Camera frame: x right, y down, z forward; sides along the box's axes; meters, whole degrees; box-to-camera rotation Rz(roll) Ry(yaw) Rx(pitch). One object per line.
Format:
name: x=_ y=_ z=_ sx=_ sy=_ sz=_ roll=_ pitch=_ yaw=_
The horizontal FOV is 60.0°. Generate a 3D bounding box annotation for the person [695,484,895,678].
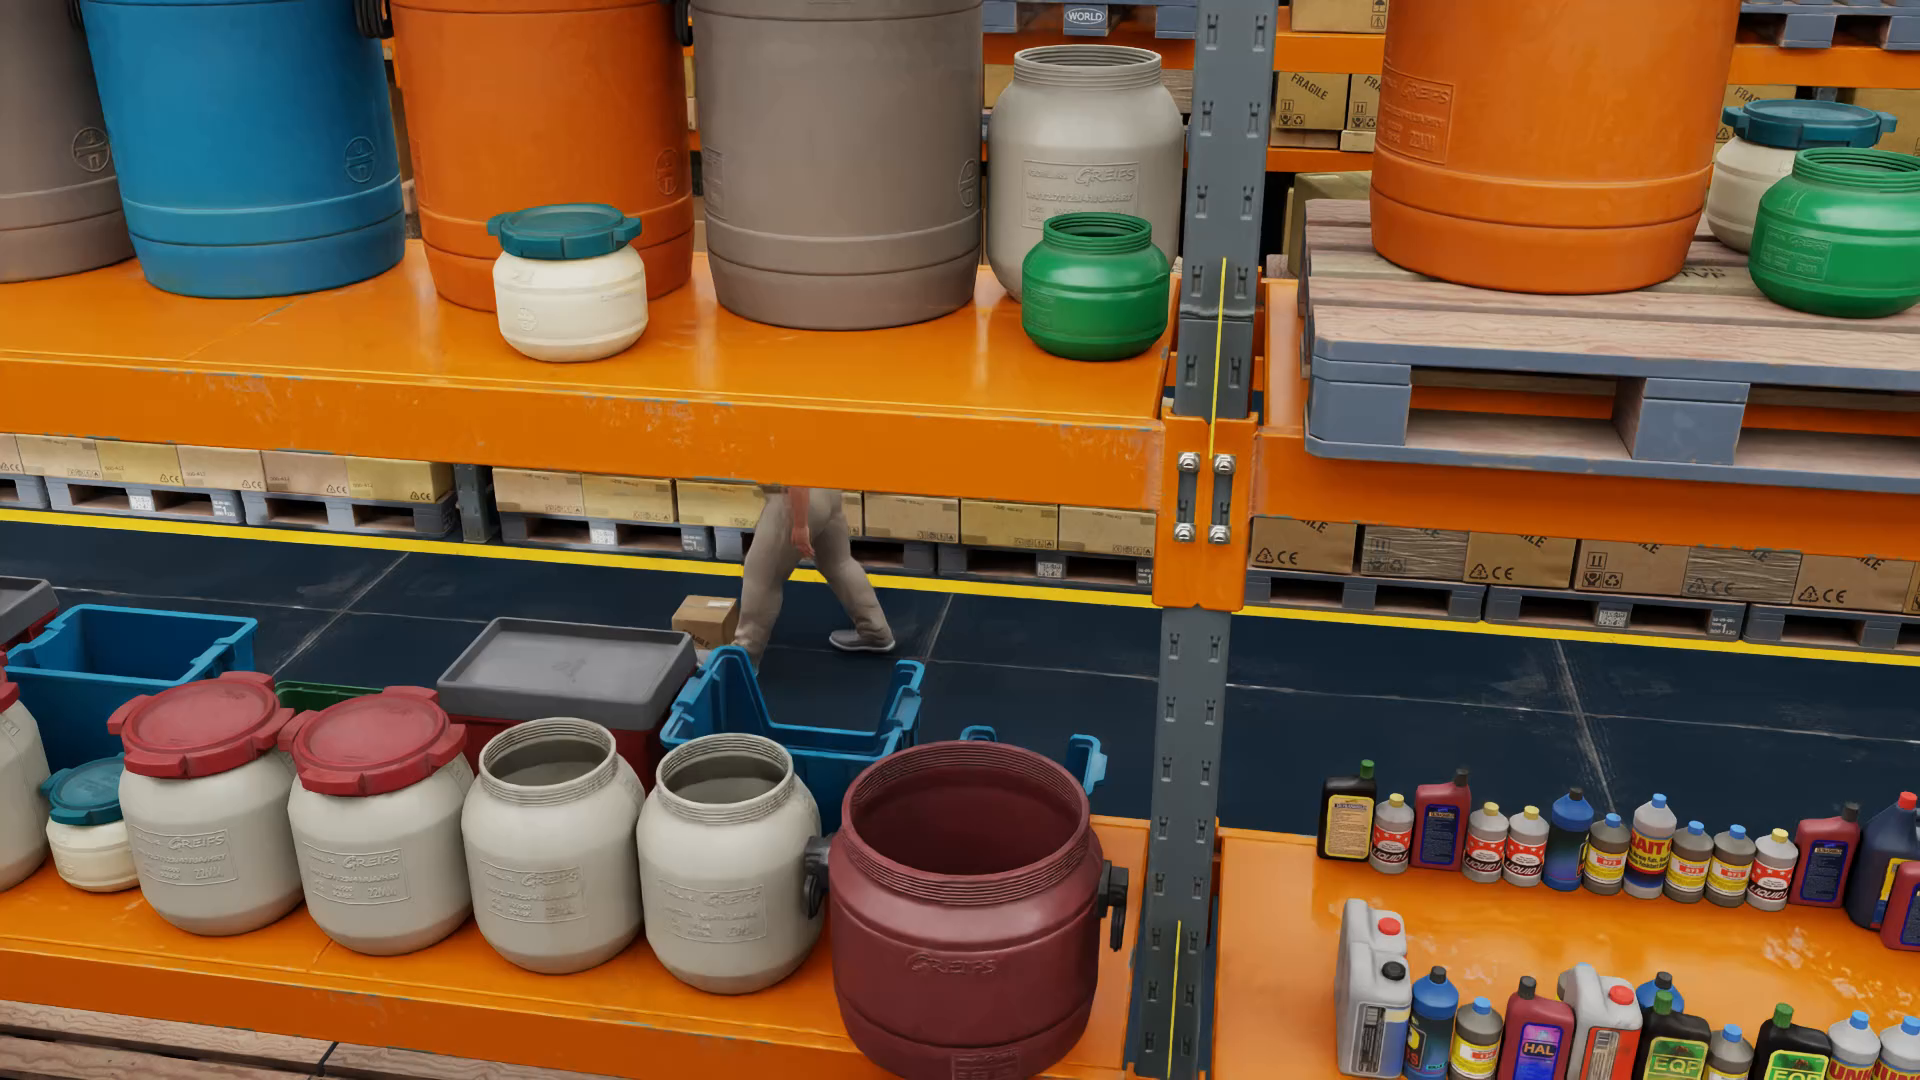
person: x=-0.785 y=-0.190 z=7.556 sx=0.901 sy=1.690 sz=0.553 roll=5 pitch=25 yaw=10
